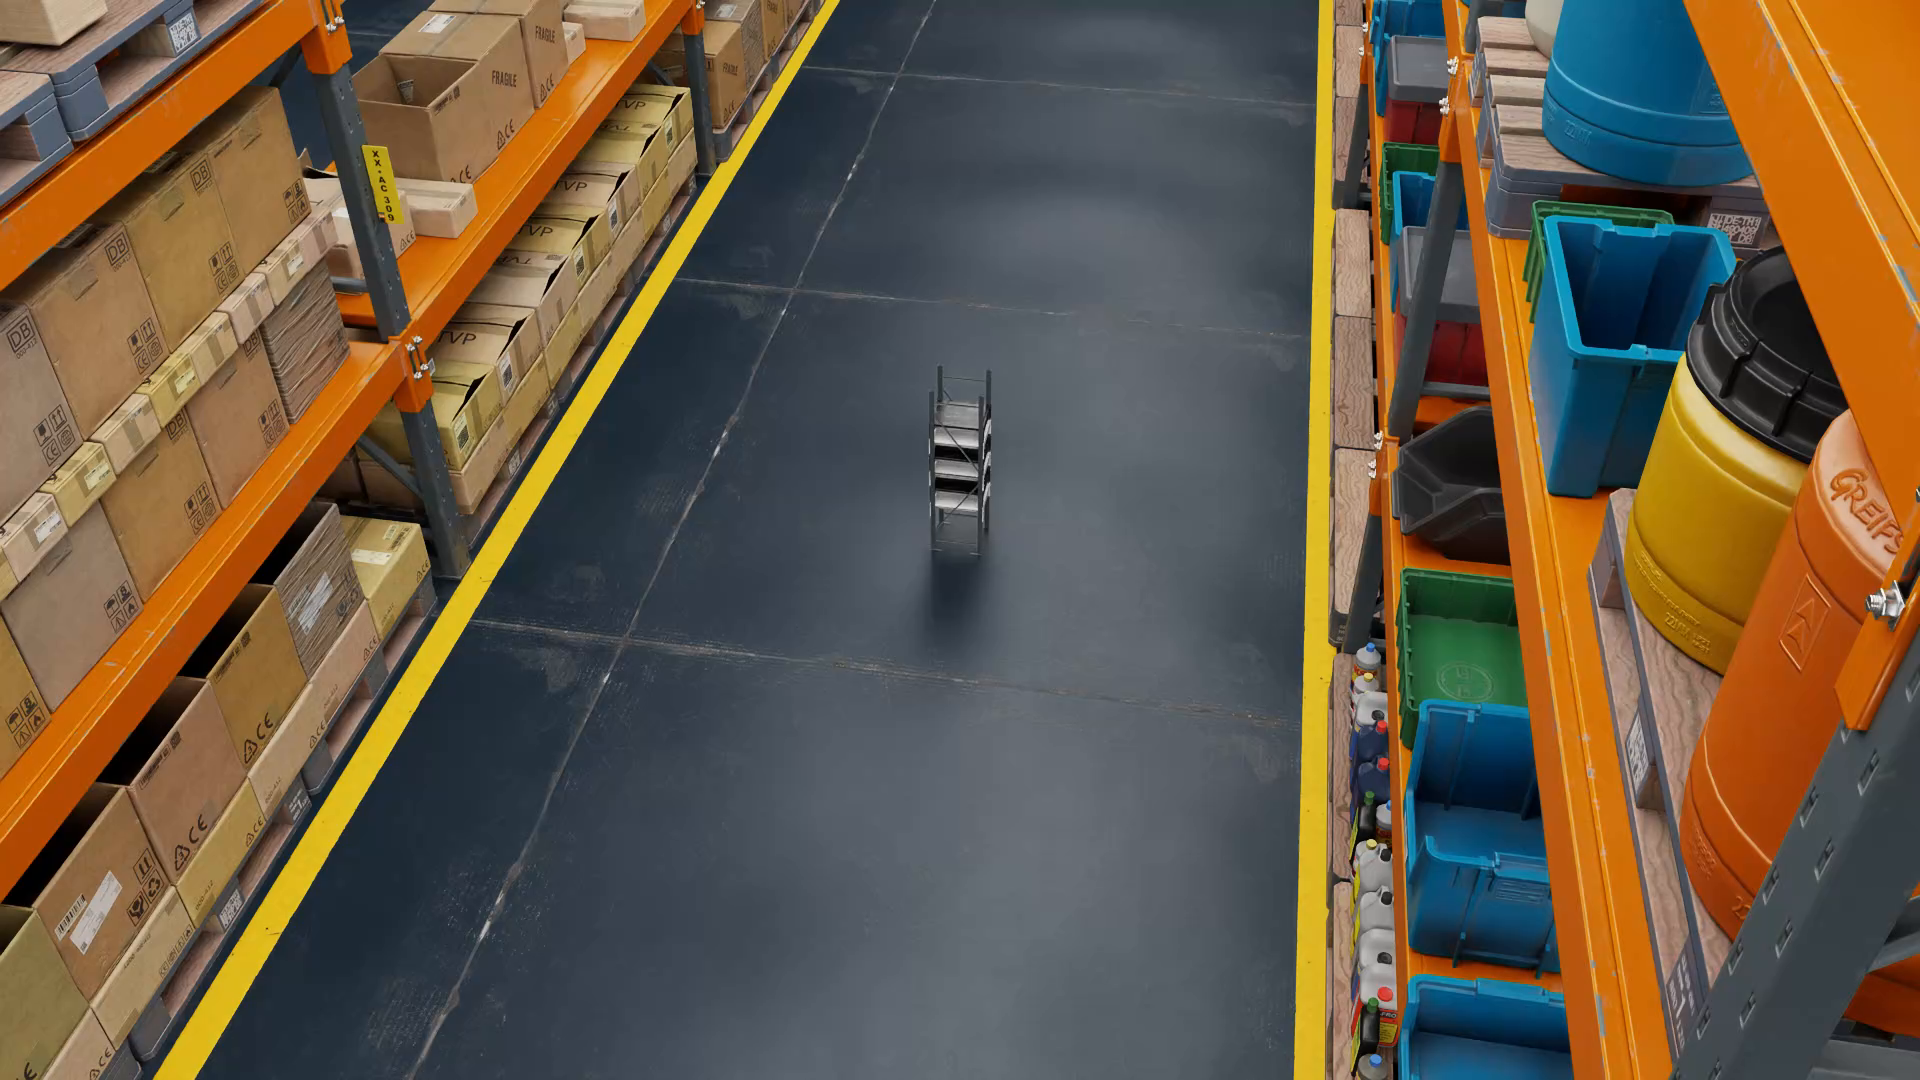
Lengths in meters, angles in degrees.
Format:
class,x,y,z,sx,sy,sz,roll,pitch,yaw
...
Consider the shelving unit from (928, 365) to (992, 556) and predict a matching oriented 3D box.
class,x,y,z,sx,sy,sz,roll,pitch,yaw
shelving unit,0.001,-0.352,7.566,0.258,0.900,0.210,6,40,8

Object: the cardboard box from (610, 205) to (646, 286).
class,x,y,z,sx,sy,sz,roll,pitch,yaw
cardboard box,-2.101,-1.678,9.350,0.500,0.250,0.500,7,40,9

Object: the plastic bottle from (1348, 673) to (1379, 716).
class,x,y,z,sx,sy,sz,roll,pitch,yaw
plastic bottle,1.607,0.611,6.604,0.097,0.201,0.097,0,40,0

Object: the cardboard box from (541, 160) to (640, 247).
class,x,y,z,sx,sy,sz,roll,pitch,yaw
cardboard box,-2.096,-1.891,9.168,0.500,0.311,0.500,6,40,7

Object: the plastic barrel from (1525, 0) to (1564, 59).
class,x,y,z,sx,sy,sz,roll,pitch,yaw
plastic barrel,1.844,-1.625,4.687,0.421,0.512,0.421,0,40,0

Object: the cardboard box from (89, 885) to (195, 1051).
class,x,y,z,sx,sy,sz,roll,pitch,yaw
cardboard box,-2.977,1.407,5.620,0.500,0.250,0.500,6,40,8

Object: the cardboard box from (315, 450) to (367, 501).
class,x,y,z,sx,sy,sz,roll,pitch,yaw
cardboard box,-2.980,-0.456,7.872,0.500,0.250,0.500,6,40,7

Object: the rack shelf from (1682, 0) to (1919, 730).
class,x,y,z,sx,sy,sz,roll,pitch,yaw
rack shelf,1.765,-1.138,3.040,1.077,0.370,4.000,6,40,8

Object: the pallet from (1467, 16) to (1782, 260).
class,x,y,z,sx,sy,sz,roll,pitch,yaw
pallet,2.083,-1.133,4.657,1.213,0.211,1.003,6,40,8

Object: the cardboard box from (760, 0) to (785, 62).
class,x,y,z,sx,sy,sz,roll,pitch,yaw
cardboard box,-1.537,-3.676,11.555,0.500,0.500,0.500,6,40,7

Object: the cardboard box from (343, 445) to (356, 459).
class,x,y,z,sx,sy,sz,roll,pitch,yaw
cardboard box,-2.979,-0.666,7.686,0.500,0.311,0.500,6,40,8

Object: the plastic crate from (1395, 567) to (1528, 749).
class,x,y,z,sx,sy,sz,roll,pitch,yaw
plastic crate,1.599,0.390,5.188,0.450,0.188,0.662,6,40,8

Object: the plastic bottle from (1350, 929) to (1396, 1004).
class,x,y,z,sx,sy,sz,roll,pitch,yaw
plastic bottle,1.400,1.434,5.550,0.152,0.276,0.135,5,40,6

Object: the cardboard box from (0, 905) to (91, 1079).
class,x,y,z,sx,sy,sz,roll,pitch,yaw
cardboard box,-3.062,1.432,5.001,0.500,0.500,0.500,6,40,8

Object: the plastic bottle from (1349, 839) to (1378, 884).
class,x,y,z,sx,sy,sz,roll,pitch,yaw
plastic bottle,1.458,1.150,5.952,0.097,0.201,0.097,0,40,0

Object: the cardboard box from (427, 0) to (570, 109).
class,x,y,z,sx,sy,sz,roll,pitch,yaw
cardboard box,-2.349,-2.556,8.505,0.500,0.500,0.500,4,40,5

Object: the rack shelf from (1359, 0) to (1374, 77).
class,x,y,z,sx,sy,sz,roll,pitch,yaw
rack shelf,3.150,-4.001,10.897,1.077,0.370,4.000,6,40,8

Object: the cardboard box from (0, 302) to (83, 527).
class,x,y,z,sx,sy,sz,roll,pitch,yaw
cardboard box,-3.098,-0.376,4.851,0.700,0.500,0.500,6,40,8

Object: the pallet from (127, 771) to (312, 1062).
class,x,y,z,sx,sy,sz,roll,pitch,yaw
pallet,-3.154,1.276,6.138,1.003,0.211,1.213,6,40,8

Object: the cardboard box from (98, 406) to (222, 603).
class,x,y,z,sx,sy,sz,roll,pitch,yaw
cardboard box,-3.013,-0.175,5.626,0.700,0.500,0.500,7,40,8

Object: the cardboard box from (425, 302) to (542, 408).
class,x,y,z,sx,sy,sz,roll,pitch,yaw
cardboard box,-2.358,-0.925,8.000,0.500,0.311,0.500,6,40,7

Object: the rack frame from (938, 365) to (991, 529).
class,x,y,z,sx,sy,sz,roll,pitch,yaw
rack frame,0.019,-0.416,7.643,0.240,0.900,0.006,6,40,8

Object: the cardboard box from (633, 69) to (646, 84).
class,x,y,z,sx,sy,sz,roll,pitch,yaw
cardboard box,-2.144,-3.391,11.211,0.500,0.500,0.500,8,40,9

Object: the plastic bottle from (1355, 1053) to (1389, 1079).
class,x,y,z,sx,sy,sz,roll,pitch,yaw
plastic bottle,1.305,1.705,5.281,0.097,0.201,0.097,0,40,0

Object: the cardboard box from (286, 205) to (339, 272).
class,x,y,z,sx,sy,sz,roll,pitch,yaw
cardboard box,-2.603,-1.156,6.303,0.380,0.149,0.250,6,40,8

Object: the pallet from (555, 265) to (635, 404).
class,x,y,z,sx,sy,sz,roll,pitch,yaw
pallet,-2.469,-1.221,9.158,1.003,0.211,1.213,6,40,8

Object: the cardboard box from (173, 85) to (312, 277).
class,x,y,z,sx,sy,sz,roll,pitch,yaw
cardboard box,-2.837,-1.321,5.994,0.700,0.500,0.500,7,40,8

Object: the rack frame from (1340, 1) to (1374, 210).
class,x,y,z,sx,sy,sz,roll,pitch,yaw
rack frame,2.804,-3.023,9.150,1.000,3.000,0.127,6,40,8

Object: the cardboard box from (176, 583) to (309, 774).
class,x,y,z,sx,sy,sz,roll,pitch,yaw
cardboard box,-2.812,0.489,6.141,0.500,0.500,0.500,6,40,8

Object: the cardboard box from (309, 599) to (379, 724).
class,x,y,z,sx,sy,sz,roll,pitch,yaw
cardboard box,-2.728,0.464,6.760,0.500,0.250,0.500,6,40,8

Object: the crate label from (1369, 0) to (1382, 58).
class,x,y,z,sx,sy,sz,roll,pitch,yaw
crate label,2.362,-2.736,8.933,0.303,0.233,0.416,6,40,8

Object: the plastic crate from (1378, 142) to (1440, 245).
class,x,y,z,sx,sy,sz,roll,pitch,yaw
plastic crate,2.135,-1.555,7.540,0.450,0.188,0.662,6,40,8

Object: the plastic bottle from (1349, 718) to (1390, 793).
class,x,y,z,sx,sy,sz,roll,pitch,yaw
plastic bottle,1.563,0.799,6.260,0.144,0.351,0.185,7,40,9

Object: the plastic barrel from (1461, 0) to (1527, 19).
class,x,y,z,sx,sy,sz,roll,pitch,yaw
plastic barrel,1.986,-2.205,5.413,0.600,0.901,0.708,6,40,8

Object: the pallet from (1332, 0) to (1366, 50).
class,x,y,z,sx,sy,sz,roll,pitch,yaw
pallet,3.321,-3.979,12.494,1.003,0.211,1.213,6,40,8

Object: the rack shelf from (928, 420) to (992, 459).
class,x,y,z,sx,sy,sz,roll,pitch,yaw
rack shelf,0.001,-0.465,7.473,0.258,0.077,0.200,6,40,8

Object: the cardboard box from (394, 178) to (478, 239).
class,x,y,z,sx,sy,sz,roll,pitch,yaw
cardboard box,-2.412,-1.498,7.502,0.380,0.149,0.250,6,40,8

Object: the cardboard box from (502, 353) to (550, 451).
class,x,y,z,sx,sy,sz,roll,pitch,yaw
cardboard box,-2.363,-0.710,8.180,0.500,0.250,0.500,7,40,9

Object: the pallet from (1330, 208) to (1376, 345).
class,x,y,z,sx,sy,sz,roll,pitch,yaw
pallet,2.631,-1.467,9.455,1.003,0.211,1.213,6,40,8

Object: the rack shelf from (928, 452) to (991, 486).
class,x,y,z,sx,sy,sz,roll,pitch,yaw
rack shelf,0.001,-0.326,7.588,0.258,0.077,0.200,6,40,8

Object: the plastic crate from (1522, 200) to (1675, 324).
class,x,y,z,sx,sy,sz,roll,pitch,yaw
plastic crate,1.570,-0.627,4.064,0.336,0.188,0.450,6,40,8

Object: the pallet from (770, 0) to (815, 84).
class,x,y,z,sx,sy,sz,roll,pitch,yaw
pallet,-1.694,-3.725,12.187,1.003,0.211,1.213,6,40,8

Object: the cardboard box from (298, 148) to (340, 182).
class,x,y,z,sx,sy,sz,roll,pitch,yaw
cardboard box,-2.795,-1.582,7.511,0.396,0.266,0.258,5,40,7

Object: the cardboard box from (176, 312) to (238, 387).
class,x,y,z,sx,sy,sz,roll,pitch,yaw
cardboard box,-2.735,-0.671,5.717,0.380,0.149,0.250,6,40,8

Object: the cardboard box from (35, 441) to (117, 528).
class,x,y,z,sx,sy,sz,roll,pitch,yaw
cardboard box,-2.867,-0.192,5.137,0.380,0.149,0.250,8,40,9

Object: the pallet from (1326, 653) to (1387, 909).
class,x,y,z,sx,sy,sz,roll,pitch,yaw
pallet,1.954,0.979,6.498,1.003,0.211,1.213,6,40,8

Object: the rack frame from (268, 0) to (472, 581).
class,x,y,z,sx,sy,sz,roll,pitch,yaw
rack frame,-2.766,-1.061,6.777,1.000,3.000,0.127,6,40,8

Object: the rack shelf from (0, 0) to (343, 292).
class,x,y,z,sx,sy,sz,roll,pitch,yaw
rack shelf,-3.113,-0.685,4.532,1.077,0.370,4.000,6,40,8

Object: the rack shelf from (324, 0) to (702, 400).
class,x,y,z,sx,sy,sz,roll,pitch,yaw
rack shelf,-2.420,-2.039,8.524,1.077,0.370,4.000,6,40,8
